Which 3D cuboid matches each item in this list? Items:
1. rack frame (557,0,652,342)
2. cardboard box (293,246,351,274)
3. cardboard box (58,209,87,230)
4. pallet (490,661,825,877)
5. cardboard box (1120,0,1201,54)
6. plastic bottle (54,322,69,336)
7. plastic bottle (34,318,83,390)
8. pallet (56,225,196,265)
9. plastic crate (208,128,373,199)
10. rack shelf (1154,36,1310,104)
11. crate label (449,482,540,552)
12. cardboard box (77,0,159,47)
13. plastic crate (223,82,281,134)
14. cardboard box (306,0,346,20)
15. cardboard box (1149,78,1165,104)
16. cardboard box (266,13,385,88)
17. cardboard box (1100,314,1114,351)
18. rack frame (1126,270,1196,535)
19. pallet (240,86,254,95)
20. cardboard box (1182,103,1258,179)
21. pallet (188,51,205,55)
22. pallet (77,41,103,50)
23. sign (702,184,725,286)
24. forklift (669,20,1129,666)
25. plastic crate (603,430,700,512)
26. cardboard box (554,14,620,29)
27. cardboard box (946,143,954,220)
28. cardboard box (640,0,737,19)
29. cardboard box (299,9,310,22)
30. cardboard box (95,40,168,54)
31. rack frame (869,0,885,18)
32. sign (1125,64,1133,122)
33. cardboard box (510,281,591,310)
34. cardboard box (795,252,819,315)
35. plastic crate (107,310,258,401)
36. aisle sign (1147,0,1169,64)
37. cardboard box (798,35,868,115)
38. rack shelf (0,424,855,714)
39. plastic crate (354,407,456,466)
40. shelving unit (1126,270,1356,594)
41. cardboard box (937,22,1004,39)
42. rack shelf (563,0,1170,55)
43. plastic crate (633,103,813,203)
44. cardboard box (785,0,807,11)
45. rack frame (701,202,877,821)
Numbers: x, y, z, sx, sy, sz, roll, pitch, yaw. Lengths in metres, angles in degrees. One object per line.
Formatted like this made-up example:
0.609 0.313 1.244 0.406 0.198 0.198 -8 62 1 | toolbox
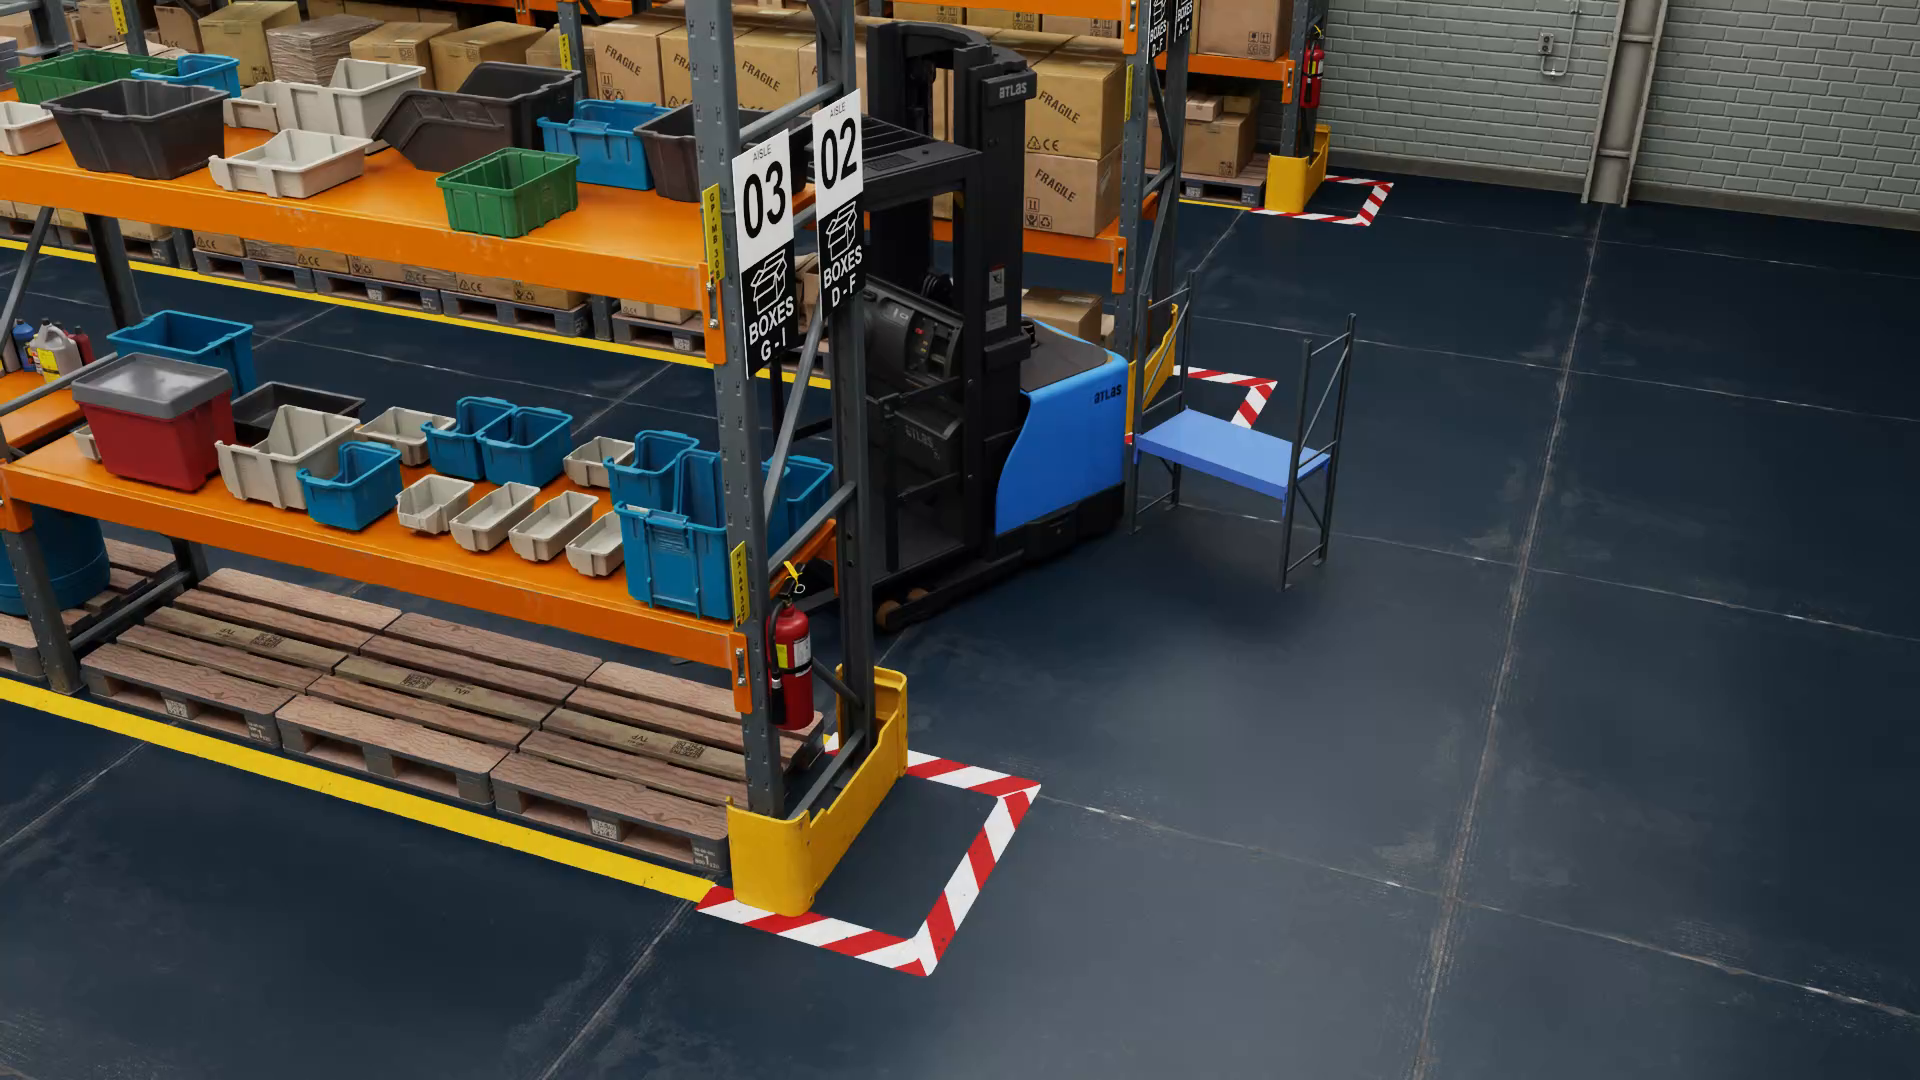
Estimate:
-2.472 -3.013 12.032 0.127 3.000 1.000 11 31 19 | rack frame
-4.914 -2.452 13.133 0.500 0.500 0.500 11 31 18 | cardboard box
-7.237 -2.818 14.055 0.500 0.250 0.500 11 31 19 | cardboard box
-1.381 1.029 7.715 1.213 0.211 1.003 11 31 19 | pallet
1.939 -4.882 15.034 0.700 0.700 0.980 11 31 19 | cardboard box
-4.641 -0.991 8.574 0.133 0.283 0.061 11 31 19 | plastic bottle
-4.580 -0.954 8.439 0.185 0.351 0.144 11 31 19 | plastic bottle
-6.927 -2.709 14.328 1.213 0.211 1.003 11 31 19 | pallet
-2.639 -1.475 6.531 0.530 0.136 0.437 11 31 19 | plastic crate
1.240 -4.589 15.551 4.000 0.370 1.077 11 31 19 | rack shelf
-1.985 -0.095 7.077 0.243 0.136 0.396 11 31 19 | crate label
-9.936 -6.162 19.697 0.500 0.500 0.700 9 31 16 | cardboard box
-3.016 -1.884 7.255 0.466 0.136 0.293 11 31 19 | plastic crate
-6.928 -5.973 18.601 0.500 0.250 0.500 11 31 18 | cardboard box
1.897 -4.201 15.588 0.250 0.149 0.380 12 31 20 | cardboard box
-4.777 -3.658 12.644 0.500 0.500 0.700 18 34 28 | cardboard box
0.976 -1.457 11.730 0.250 0.149 0.380 11 31 19 | cardboard box
1.157 -0.779 9.604 0.032 1.500 0.500 23 37 35 | rack frame
-5.524 -3.576 13.223 1.003 0.211 1.213 11 31 19 | pallet
2.407 -3.711 15.380 0.500 0.500 0.700 11 31 19 | cardboard box
-8.662 -5.646 19.525 1.213 0.211 1.003 11 31 19 | pallet
-9.796 -5.871 19.923 1.213 0.211 1.003 11 31 19 | pallet
-0.823 -1.021 5.566 0.005 0.325 0.100 11 31 19 | sign
-0.476 -1.075 8.673 3.031 2.935 1.130 -23 37 -35 | forklift
-1.346 -0.286 7.316 0.300 0.233 0.416 11 31 19 | plastic crate
-3.687 -5.063 17.417 0.750 0.750 0.750 11 31 18 | cardboard box
0.235 -2.369 10.792 0.500 0.500 0.500 12 31 20 | cardboard box
-1.906 -3.516 11.804 0.500 0.500 0.500 11 31 19 | cardboard box
-7.338 -5.727 18.927 0.500 0.500 0.700 12 32 21 | cardboard box
-6.934 -3.968 13.812 0.500 0.311 0.500 11 31 19 | cardboard box
-0.613 -5.272 16.029 0.127 3.000 1.000 11 31 19 | rack frame
1.007 -2.665 9.919 0.005 0.325 0.100 11 31 19 | sign
-3.037 -2.077 12.469 0.500 0.500 0.500 11 31 19 | cardboard box
-1.142 -1.919 12.382 0.500 0.311 0.500 11 31 19 | cardboard box
-3.777 -0.843 8.149 0.575 0.384 0.392 11 31 19 | plastic crate
1.183 -3.252 9.813 0.004 0.787 0.394 11 31 19 | aisle sign
-0.708 -2.990 10.874 0.500 0.500 0.500 12 32 21 | cardboard box
-2.485 -0.072 7.560 4.000 0.370 1.077 11 31 19 | rack shelf
-2.611 -0.481 7.760 0.466 0.136 0.293 11 31 19 | plastic crate
1.543 -0.616 9.316 1.048 1.500 0.538 23 37 35 | shelving unit
-0.027 -3.142 11.143 0.500 0.500 0.500 12 32 20 | cardboard box
-0.619 -3.635 10.816 4.000 0.370 1.077 11 31 19 | rack shelf
-0.883 -1.462 6.373 0.590 0.269 0.497 11 31 19 | plastic crate
-1.498 -5.209 16.153 0.250 0.149 0.380 12 32 21 | cardboard box
-0.631 -0.015 6.728 0.127 3.000 1.000 11 31 19 | rack frame
